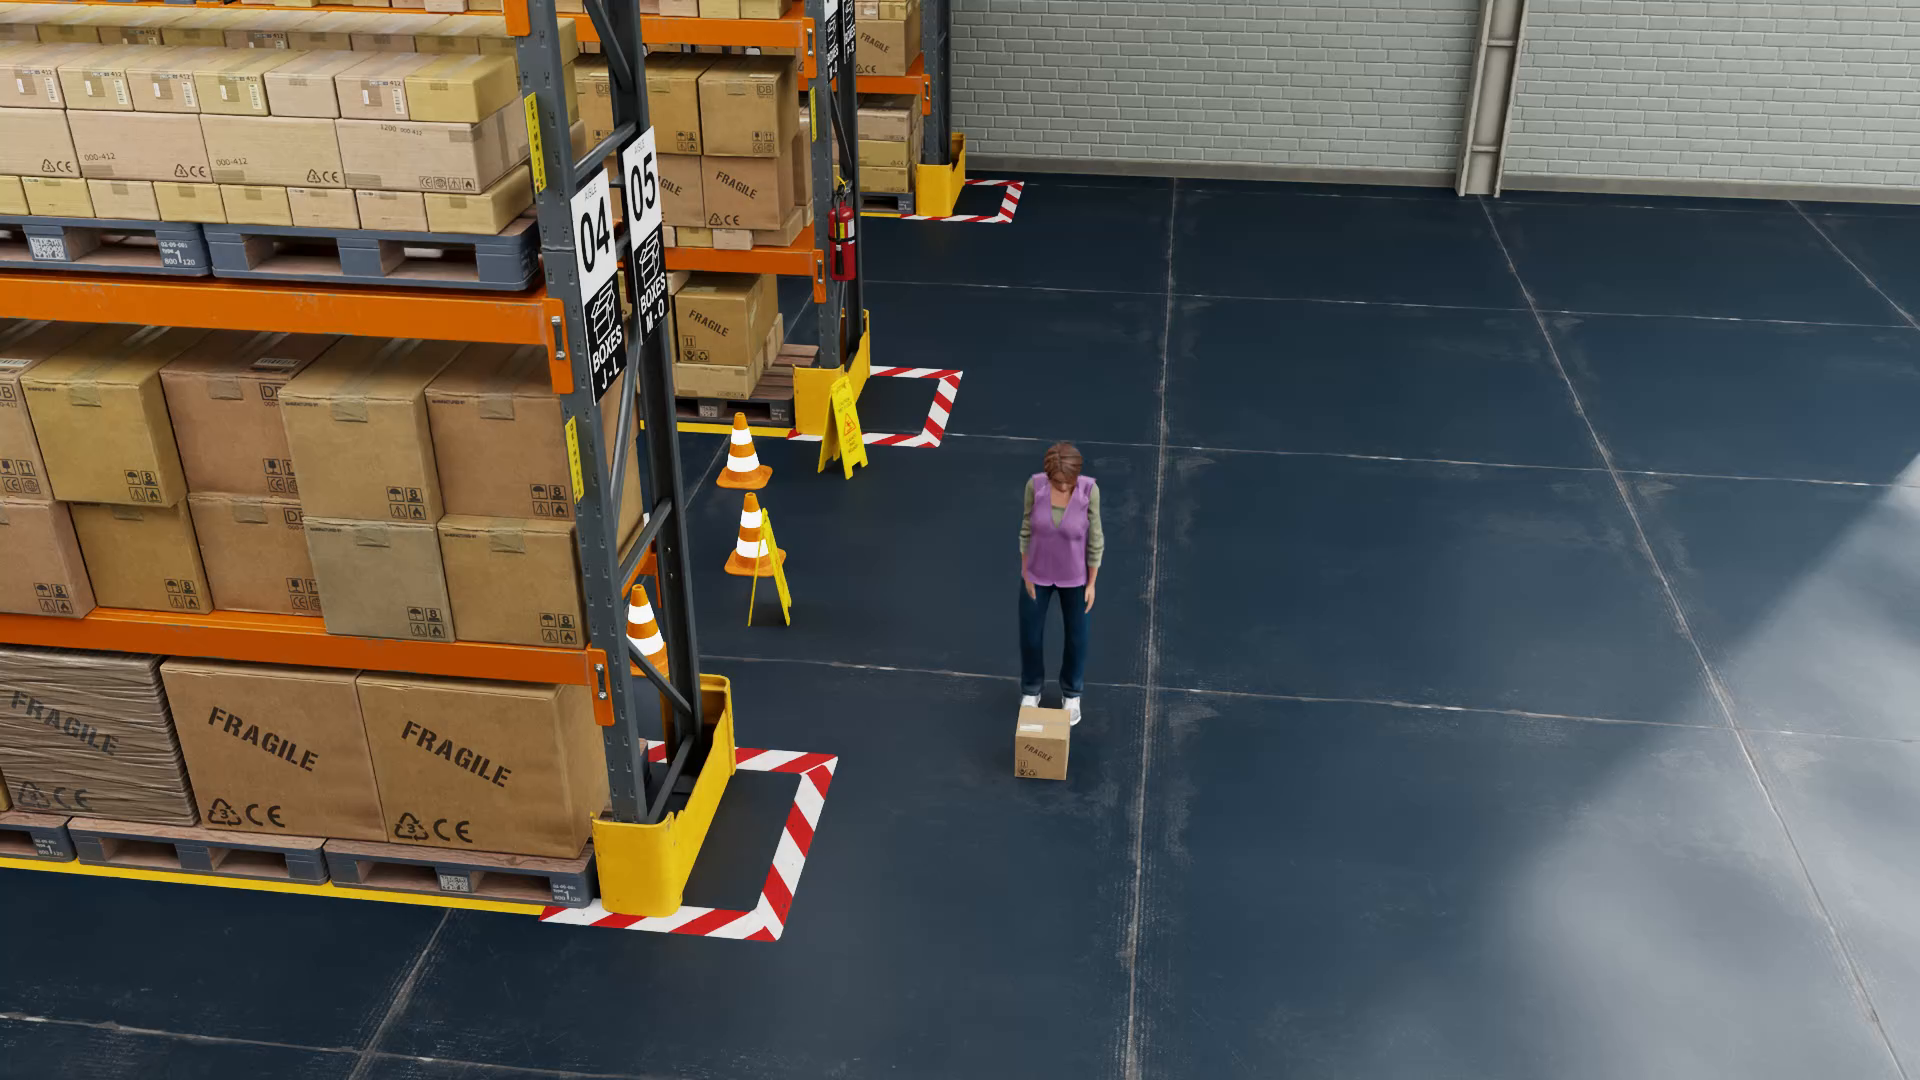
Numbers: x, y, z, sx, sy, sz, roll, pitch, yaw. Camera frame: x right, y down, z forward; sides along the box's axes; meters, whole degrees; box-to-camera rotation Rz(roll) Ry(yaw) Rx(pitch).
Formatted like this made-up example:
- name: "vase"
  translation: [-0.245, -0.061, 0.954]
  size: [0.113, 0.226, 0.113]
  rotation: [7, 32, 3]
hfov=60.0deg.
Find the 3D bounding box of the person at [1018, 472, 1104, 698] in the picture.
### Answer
- name: "person"
  translation: [0.505, 0.249, 8.345]
  size: [0.420, 1.299, 0.309]
  rotation: [4, 29, 7]
